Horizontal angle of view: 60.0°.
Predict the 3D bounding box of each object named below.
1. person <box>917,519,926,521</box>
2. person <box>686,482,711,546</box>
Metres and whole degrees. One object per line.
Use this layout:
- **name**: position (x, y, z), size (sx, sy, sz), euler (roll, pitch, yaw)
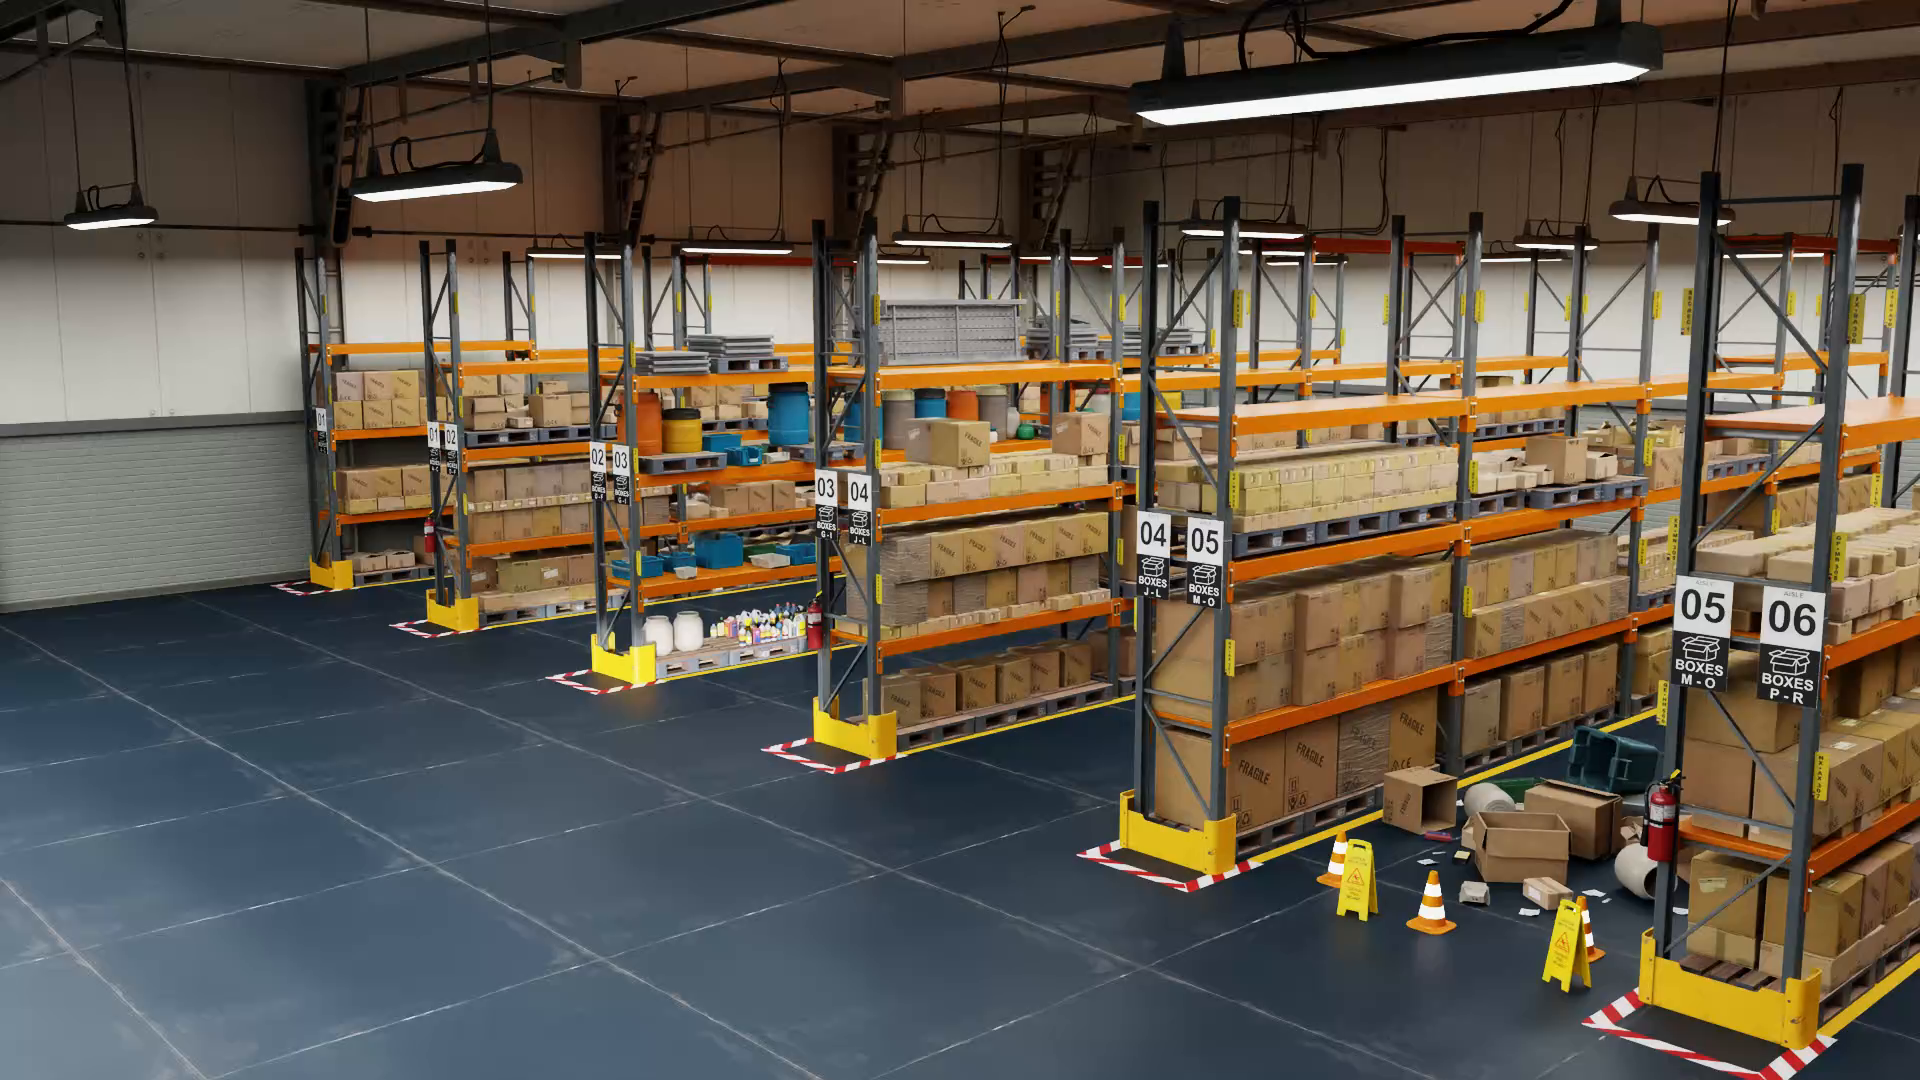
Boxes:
- **person**: position (-0.842, -0.242, 29.114), size (0.676, 1.768, 0.808), euler (7, 11, 41)
- **person**: position (-4.919, -0.269, 31.073), size (0.889, 1.804, 0.610), euler (-7, 11, -41)
